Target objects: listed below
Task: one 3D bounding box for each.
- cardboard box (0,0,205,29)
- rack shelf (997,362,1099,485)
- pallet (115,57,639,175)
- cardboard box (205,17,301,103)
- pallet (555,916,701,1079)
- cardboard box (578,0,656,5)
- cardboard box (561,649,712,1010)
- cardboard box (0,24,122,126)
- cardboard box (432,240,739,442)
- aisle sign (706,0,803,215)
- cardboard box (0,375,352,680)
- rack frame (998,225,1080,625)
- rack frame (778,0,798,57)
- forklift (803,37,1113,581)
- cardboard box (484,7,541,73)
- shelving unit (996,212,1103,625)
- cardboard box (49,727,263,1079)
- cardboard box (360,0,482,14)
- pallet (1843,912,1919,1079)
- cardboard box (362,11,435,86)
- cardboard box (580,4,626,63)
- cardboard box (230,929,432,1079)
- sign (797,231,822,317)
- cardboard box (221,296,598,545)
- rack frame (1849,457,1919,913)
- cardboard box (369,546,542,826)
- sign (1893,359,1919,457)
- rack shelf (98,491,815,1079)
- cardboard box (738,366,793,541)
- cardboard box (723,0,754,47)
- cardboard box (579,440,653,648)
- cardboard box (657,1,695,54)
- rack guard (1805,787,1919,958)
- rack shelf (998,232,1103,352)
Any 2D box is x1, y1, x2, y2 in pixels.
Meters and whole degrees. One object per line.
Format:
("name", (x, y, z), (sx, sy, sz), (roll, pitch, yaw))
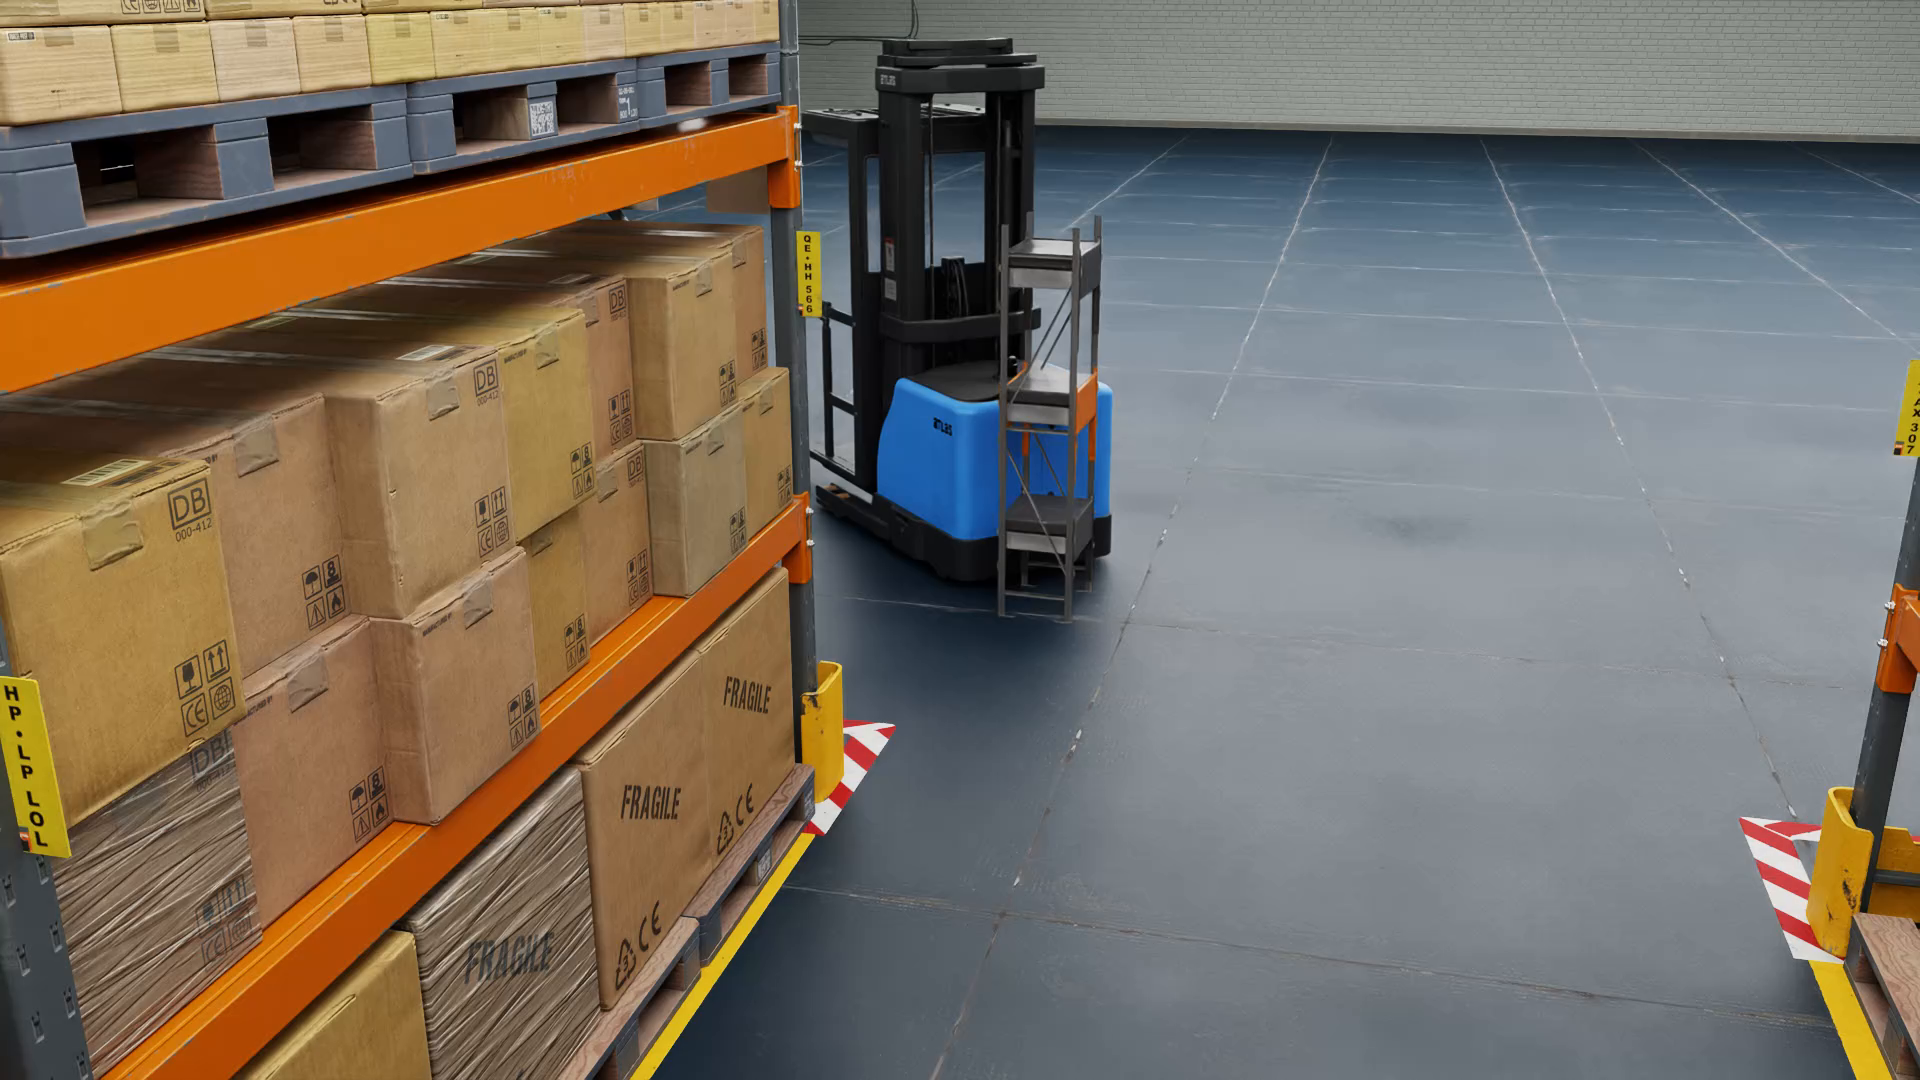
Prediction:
("cardboard box", (-1.689, -1.017, 2.851), (0.500, 0.250, 0.500), (5, 19, 14))
("rack shelf", (0.470, -0.622, 8.801), (0.431, 0.518, 0.480), (6, 20, 16))
("pallet", (-1.569, -1.165, 4.453), (1.003, 0.211, 1.213), (5, 19, 13))
("cardboard box", (-1.537, -0.944, 3.253), (0.380, 0.149, 0.250), (5, 19, 13))
("pallet", (-1.522, 1.554, 5.313), (1.003, 0.211, 1.213), (5, 19, 13))
("cardboard box", (-1.197, -1.650, 4.704), (0.500, 0.250, 0.500), (5, 19, 13))
("cardboard box", (-1.417, 0.896, 5.560), (0.875, 0.875, 0.875), (4, 19, 13))
("cardboard box", (-1.661, -0.784, 2.786), (0.380, 0.149, 0.250), (4, 19, 12))
("cardboard box", (-1.275, -0.693, 5.674), (0.875, 0.550, 0.550), (5, 19, 13))
("aisle sign", (-0.794, -1.633, 6.305), (0.394, 0.787, 0.004), (5, 19, 13))
("cardboard box", (-1.934, -0.027, 3.723), (0.875, 0.550, 0.550), (5, 19, 13))
("rack frame", (0.399, -0.559, 8.576), (0.400, 2.100, 0.015), (6, 20, 16))
("rack frame", (-1.102, -3.243, 5.760), (1.000, 3.000, 0.127), (5, 19, 13))
("forklift", (-0.272, -1.584, 10.292), (1.130, 2.935, 3.031), (-10, 21, -27))
("cardboard box", (-1.289, -1.261, 4.182), (0.380, 0.149, 0.250), (5, 19, 14))
("shelving unit", (0.470, -0.635, 8.797), (0.431, 2.100, 0.503), (6, 20, 16))
("cardboard box", (-2.001, 0.662, 3.376), (0.875, 0.550, 0.550), (5, 19, 13))
("cardboard box", (-1.444, -1.333, 3.777), (0.500, 0.250, 0.500), (4, 19, 13))
("pallet", (3.431, 1.615, 5.134), (1.003, 0.211, 1.213), (5, 19, 13))
("cardboard box", (-1.414, -1.103, 3.721), (0.380, 0.149, 0.250), (4, 19, 13))
("cardboard box", (-1.166, -1.422, 4.652), (0.380, 0.149, 0.250), (5, 19, 14))
("cardboard box", (-1.858, 1.465, 3.896), (0.875, 0.875, 0.875), (5, 19, 14))
("sign", (-0.579, -1.017, 6.366), (0.100, 0.325, 0.005), (5, 19, 13))
("cardboard box", (-1.547, -0.352, 4.675), (0.875, 0.550, 0.500), (5, 19, 13))
("rack frame", (3.683, 0.019, 5.490), (1.000, 3.000, 0.127), (5, 19, 13))
("cardboard box", (-1.642, 0.328, 4.355), (0.875, 0.550, 0.550), (5, 19, 13))
("sign", (3.157, -0.433, 5.476), (0.100, 0.325, 0.005), (5, 19, 13))
("rack shelf", (-1.591, 0.563, 5.011), (1.077, 0.370, 4.000), (5, 19, 13))
("cardboard box", (-1.149, -0.355, 6.355), (0.875, 0.550, 0.550), (5, 19, 13))
("cardboard box", (-0.917, -1.741, 5.587), (0.380, 0.149, 0.250), (5, 19, 14))
("cardboard box", (-1.521, -0.015, 5.360), (0.875, 0.550, 0.550), (5, 19, 13))
("cardboard box", (-1.042, -1.581, 5.119), (0.380, 0.149, 0.250), (5, 19, 14))
("rack guard", (3.664, 1.226, 5.825), (1.175, 0.500, 0.348), (5, 19, 13))
("rack shelf", (0.470, -1.284, 8.574), (0.431, 0.518, 0.480), (6, 20, 16))
